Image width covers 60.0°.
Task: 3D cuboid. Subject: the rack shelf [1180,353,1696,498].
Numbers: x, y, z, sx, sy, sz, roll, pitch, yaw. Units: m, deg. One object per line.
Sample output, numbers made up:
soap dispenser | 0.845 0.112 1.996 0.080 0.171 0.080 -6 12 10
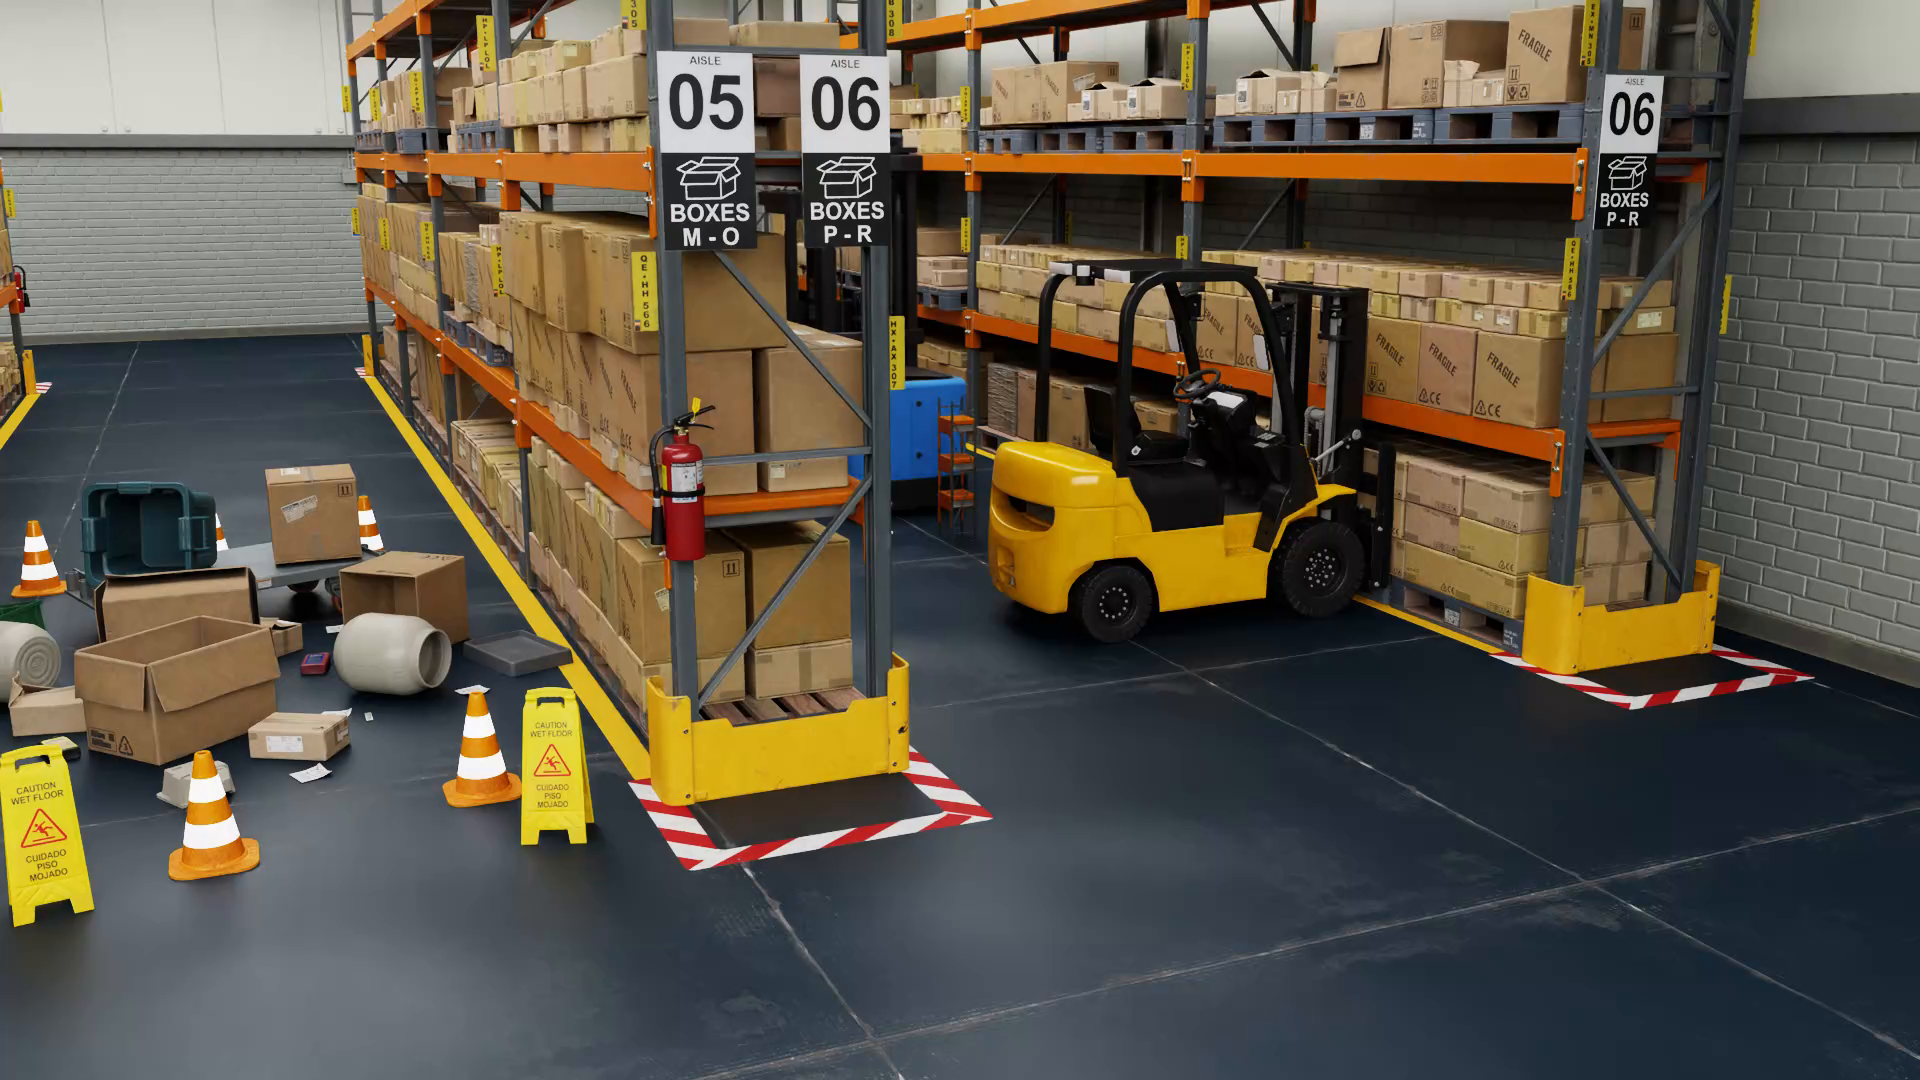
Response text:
rack shelf | 2.956 -0.871 11.074 1.077 0.370 4.000 -6 14 -23

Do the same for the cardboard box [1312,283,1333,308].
cardboard box | 2.528 -1.642 11.153 0.380 0.149 0.250 -6 14 -25

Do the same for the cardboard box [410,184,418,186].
cardboard box | -6.464 -4.248 20.194 0.380 0.149 0.250 -6 14 -23

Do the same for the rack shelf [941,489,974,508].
rack shelf | -0.021 -0.308 12.349 0.184 0.087 0.229 -6 14 -23

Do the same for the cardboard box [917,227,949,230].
cardboard box | -0.539 -3.151 18.179 0.700 0.500 0.500 -6 14 -23

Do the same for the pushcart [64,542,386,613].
pushcart | -4.461 0.309 10.199 1.648 0.377 0.936 -12 18 -42

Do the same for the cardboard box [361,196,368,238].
cardboard box | -7.054 -3.969 20.428 0.500 0.500 0.500 -6 14 -24

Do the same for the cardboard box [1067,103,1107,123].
cardboard box | 1.127 -3.586 13.962 0.380 0.149 0.250 -6 14 -24

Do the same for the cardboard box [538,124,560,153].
cardboard box | -2.056 -2.163 8.969 0.380 0.149 0.250 -6 14 -24

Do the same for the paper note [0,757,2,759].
paper note | -4.538 1.039 7.858 0.032 0.001 0.123 1 13 6

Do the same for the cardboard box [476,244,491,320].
cardboard box | -3.188 -1.868 11.974 0.500 0.500 0.500 -5 14 -21

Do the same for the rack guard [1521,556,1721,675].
rack guard | 3.766 0.415 9.468 1.175 0.500 0.348 -6 14 -23

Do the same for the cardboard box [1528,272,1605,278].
cardboard box | 3.625 -1.517 9.950 0.380 0.149 0.250 -5 14 -22

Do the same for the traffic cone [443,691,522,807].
traffic cone | -2.144 0.905 7.434 0.336 0.463 0.334 -6 14 -23

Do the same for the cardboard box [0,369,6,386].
cardboard box | -10.571 -1.752 18.018 0.380 0.149 0.250 -5 14 -22

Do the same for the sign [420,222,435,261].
sign | -4.502 -2.525 14.059 0.100 0.325 0.005 -6 14 -23

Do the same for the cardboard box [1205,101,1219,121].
cardboard box | 1.994 -3.420 13.244 0.380 0.149 0.250 -6 14 -23

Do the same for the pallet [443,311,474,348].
pallet | -3.611 -1.781 13.836 1.213 0.211 1.003 -6 14 -23

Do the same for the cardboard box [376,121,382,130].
cardboard box | -6.146 -4.590 18.043 0.396 0.266 0.258 -5 14 -21

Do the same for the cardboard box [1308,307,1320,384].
cardboard box | 2.521 -1.357 11.359 0.500 0.500 0.500 -6 14 -24

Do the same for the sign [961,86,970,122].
sign | 0.054 -4.125 15.743 0.100 0.325 0.005 -6 14 -23

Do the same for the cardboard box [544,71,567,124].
cardboard box | -1.859 -2.288 8.625 0.500 0.250 0.500 -5 14 -22

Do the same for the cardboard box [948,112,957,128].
cardboard box | 0.104 -4.150 16.445 0.380 0.149 0.250 -6 14 -24

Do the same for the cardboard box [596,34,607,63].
cardboard box | -1.529 -2.345 7.988 0.380 0.149 0.250 -6 14 -23

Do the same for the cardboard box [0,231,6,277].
cardboard box | -11.077 -3.214 18.721 0.500 0.500 0.500 -6 14 -24

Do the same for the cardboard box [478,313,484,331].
cardboard box | -3.432 -1.672 12.566 0.380 0.149 0.250 -5 14 -21

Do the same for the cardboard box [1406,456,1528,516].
cardboard box | 3.077 -0.332 10.101 0.500 0.250 0.500 -5 14 -22

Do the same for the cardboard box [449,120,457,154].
cardboard box | -3.922 -3.274 13.510 0.396 0.266 0.258 -6 14 -23

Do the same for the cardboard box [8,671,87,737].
cardboard box | -4.511 0.804 8.309 0.396 0.266 0.258 -3 13 -13

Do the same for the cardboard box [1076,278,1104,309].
cardboard box | 1.311 -2.095 13.993 0.500 0.250 0.500 -5 14 -22

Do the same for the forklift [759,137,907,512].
forklift | -1.023 -1.909 14.117 1.121 2.935 3.031 -6 14 -25

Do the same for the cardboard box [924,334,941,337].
cardboard box | -0.435 -2.174 18.287 0.380 0.149 0.250 -6 14 -23

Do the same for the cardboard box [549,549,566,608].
cardboard box | -2.179 0.205 9.997 0.500 0.250 0.500 -5 14 -20

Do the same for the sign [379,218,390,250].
sign | -6.105 -3.248 17.655 0.100 0.325 0.005 -6 14 -23

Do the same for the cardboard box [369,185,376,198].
cardboard box | -6.728 -4.094 19.527 0.380 0.149 0.250 -6 14 -24

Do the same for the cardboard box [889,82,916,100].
cardboard box | -0.728 -5.117 19.002 0.396 0.266 0.258 -6 14 -23

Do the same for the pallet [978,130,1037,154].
pallet | 0.906 -3.698 15.461 1.213 0.211 1.003 -5 14 -20

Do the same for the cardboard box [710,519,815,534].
cardboard box | -1.083 0.107 8.760 0.500 0.500 0.500 -6 14 -25

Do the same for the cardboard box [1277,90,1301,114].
cardboard box | 2.364 -2.948 11.205 0.380 0.149 0.250 -5 14 -21

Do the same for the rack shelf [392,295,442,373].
rack shelf | -4.795 -2.074 16.275 1.077 0.370 4.000 -6 14 -23

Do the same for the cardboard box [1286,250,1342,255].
cardboard box | 2.622 -2.050 12.253 0.380 0.149 0.250 -6 14 -24

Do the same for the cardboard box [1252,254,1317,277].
cardboard box | 2.308 -1.954 11.838 0.380 0.149 0.250 -6 14 -24

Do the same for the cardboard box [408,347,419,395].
cardboard box | -5.750 -1.934 18.823 0.875 0.438 0.875 -6 14 -24

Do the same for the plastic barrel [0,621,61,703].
plastic barrel | -5.027 0.634 8.693 0.512 0.421 0.421 4 14 16

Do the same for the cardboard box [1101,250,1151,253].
cardboard box | 1.495 -2.524 14.963 0.380 0.149 0.250 -6 14 -24

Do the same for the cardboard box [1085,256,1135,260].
cardboard box | 1.275 -2.311 14.042 0.380 0.149 0.250 -5 14 -22

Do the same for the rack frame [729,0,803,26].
rack frame | -2.652 -7.036 22.814 1.000 3.000 0.127 -6 14 -23

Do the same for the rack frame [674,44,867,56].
rack frame | -0.787 -3.282 6.592 0.949 2.616 0.053 -6 14 -23

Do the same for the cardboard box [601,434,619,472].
cardboard box | -1.553 -0.442 8.184 0.380 0.149 0.250 -5 14 -22

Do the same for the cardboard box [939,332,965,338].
cardboard box | -0.007 -2.221 18.489 0.380 0.149 0.250 -6 14 -25

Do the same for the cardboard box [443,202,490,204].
cardboard box | -5.188 -3.304 17.555 0.500 0.500 0.500 -5 14 -21

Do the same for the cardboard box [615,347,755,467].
cardboard box | -1.260 -0.640 7.600 0.500 0.500 0.500 -6 14 -24

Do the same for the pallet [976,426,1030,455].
pallet | 0.846 -0.929 15.914 1.003 0.211 1.213 -6 14 -23

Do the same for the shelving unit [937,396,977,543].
shelving unit | -0.021 -0.523 12.299 0.215 1.050 0.252 -6 14 -23

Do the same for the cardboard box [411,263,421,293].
cardboard box | -4.854 -2.469 15.608 0.500 0.250 0.500 -6 14 -24

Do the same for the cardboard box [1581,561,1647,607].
cardboard box | 3.739 0.208 9.985 0.500 0.250 0.500 -6 14 -23
